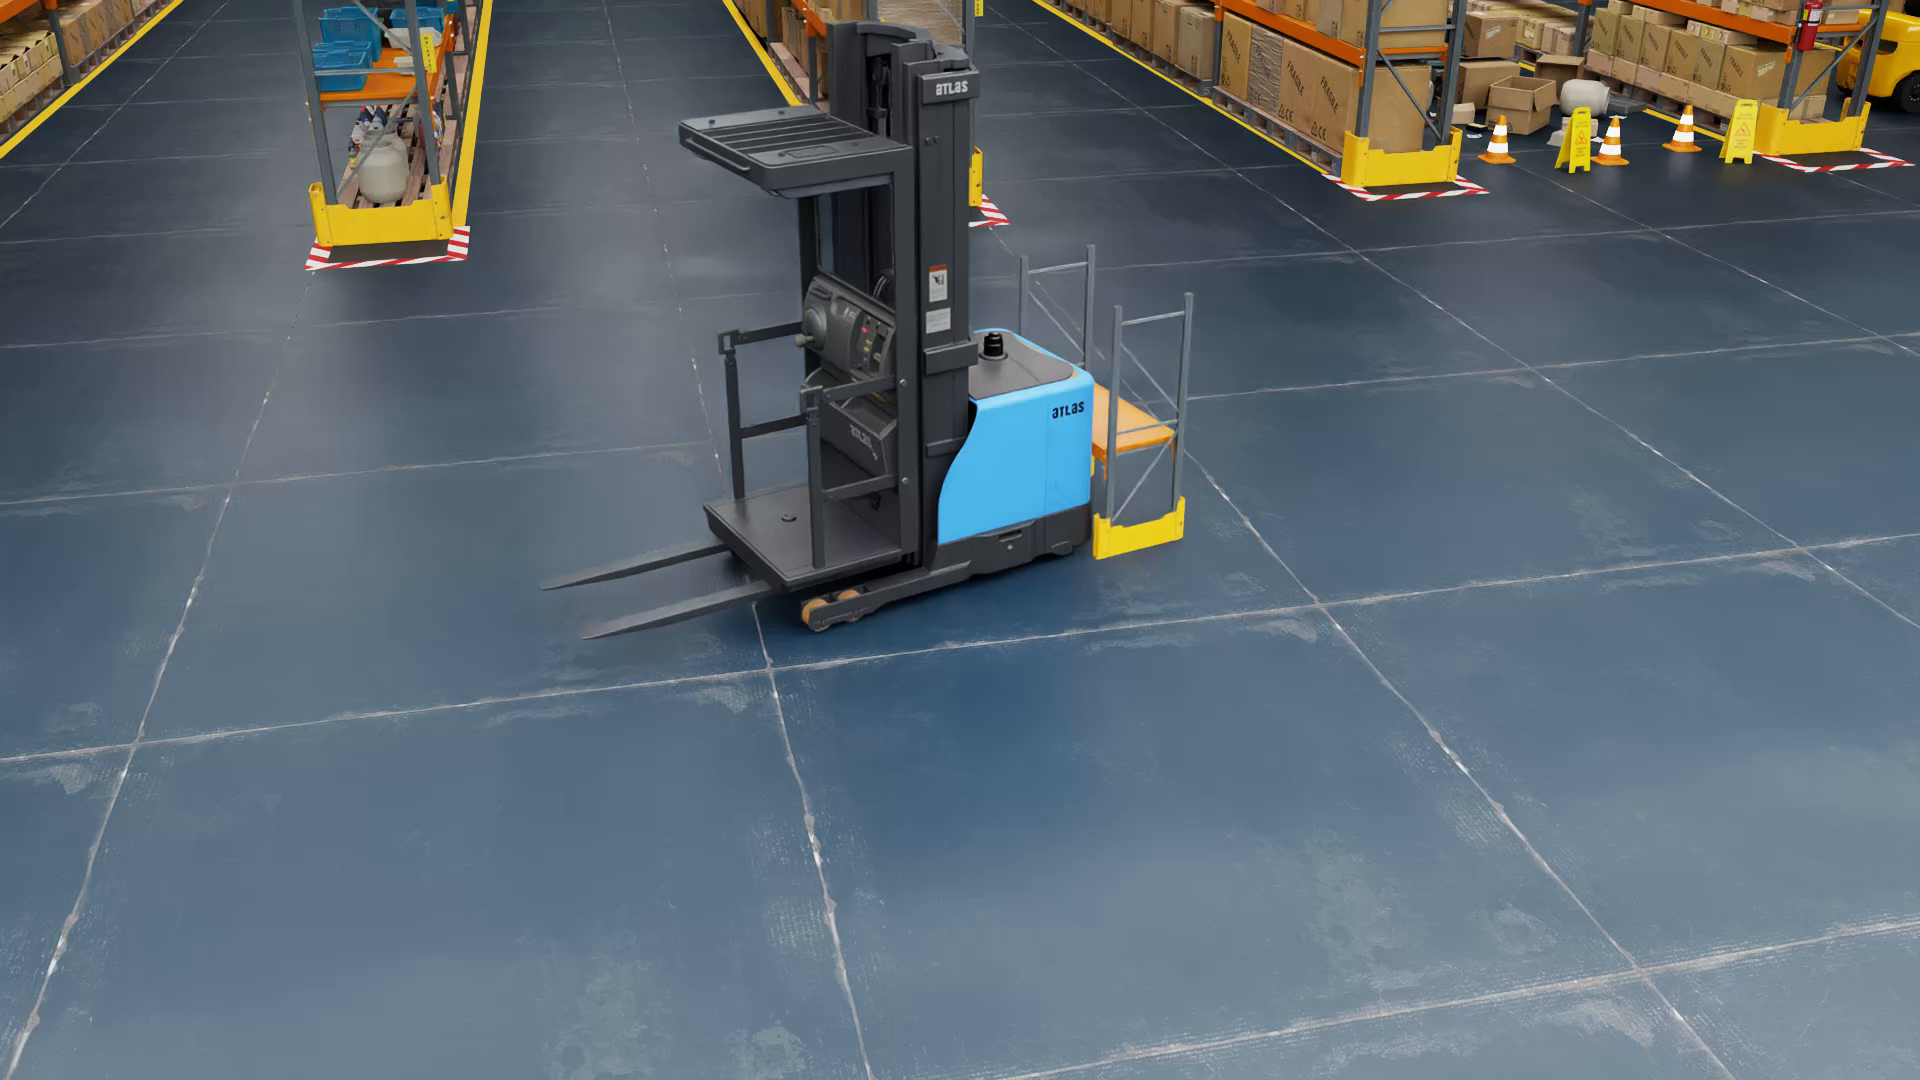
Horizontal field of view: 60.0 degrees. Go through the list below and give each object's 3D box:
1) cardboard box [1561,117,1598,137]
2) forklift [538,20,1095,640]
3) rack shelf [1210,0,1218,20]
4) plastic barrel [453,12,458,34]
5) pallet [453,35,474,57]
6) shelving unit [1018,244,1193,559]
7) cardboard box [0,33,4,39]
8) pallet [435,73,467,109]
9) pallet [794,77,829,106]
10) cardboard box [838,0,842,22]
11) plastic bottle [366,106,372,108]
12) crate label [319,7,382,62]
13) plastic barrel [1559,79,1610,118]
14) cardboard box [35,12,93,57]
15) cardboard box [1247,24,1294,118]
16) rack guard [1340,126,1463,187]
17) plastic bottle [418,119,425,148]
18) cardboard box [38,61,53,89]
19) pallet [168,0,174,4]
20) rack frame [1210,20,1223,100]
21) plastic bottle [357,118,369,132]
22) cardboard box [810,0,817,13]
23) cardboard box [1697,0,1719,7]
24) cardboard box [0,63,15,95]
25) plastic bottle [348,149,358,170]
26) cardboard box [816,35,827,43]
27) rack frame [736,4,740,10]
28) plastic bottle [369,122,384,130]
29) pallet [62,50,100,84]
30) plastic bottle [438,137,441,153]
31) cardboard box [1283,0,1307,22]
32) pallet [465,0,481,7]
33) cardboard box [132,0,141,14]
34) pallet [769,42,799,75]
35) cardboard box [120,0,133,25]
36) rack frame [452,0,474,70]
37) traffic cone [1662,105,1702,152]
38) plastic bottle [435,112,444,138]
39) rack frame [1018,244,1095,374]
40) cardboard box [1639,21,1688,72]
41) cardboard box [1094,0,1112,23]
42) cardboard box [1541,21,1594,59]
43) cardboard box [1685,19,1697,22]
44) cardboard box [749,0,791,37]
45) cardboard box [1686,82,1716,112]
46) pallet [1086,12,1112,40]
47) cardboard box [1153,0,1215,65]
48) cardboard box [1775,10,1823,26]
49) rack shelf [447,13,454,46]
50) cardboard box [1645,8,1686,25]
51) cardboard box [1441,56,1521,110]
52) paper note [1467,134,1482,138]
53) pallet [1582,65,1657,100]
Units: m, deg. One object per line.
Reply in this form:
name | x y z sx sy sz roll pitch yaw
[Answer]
cardboard box | 7.029 -4.688 18.873 0.380 0.149 0.250 8 28 15
forklift | -0.767 -1.098 8.674 3.031 2.935 1.130 -15 31 -28
rack shelf | 3.140 -7.357 21.795 1.077 0.370 4.000 -6 27 -12
plastic barrel | -7.373 -7.413 23.319 0.600 0.588 0.708 -6 27 -12
pallet | -7.210 -6.690 22.771 1.003 0.211 1.213 -6 27 -12
shelving unit | 0.808 -0.836 9.741 0.587 1.500 1.083 -13 30 -24
cardboard box | -11.987 -6.043 20.356 0.500 0.311 0.500 -5 27 -10
pallet | -6.583 -5.470 20.353 1.003 0.211 1.213 -6 27 -12
pallet | -1.442 -5.437 20.288 1.003 0.211 1.213 -6 27 -12
cardboard box | -0.761 -5.437 16.753 0.875 0.500 0.500 -6 27 -12
plastic bottle | -6.446 -4.631 18.137 0.097 0.271 0.097 0 27 0
crate label | -5.867 -4.878 16.046 0.502 0.435 0.616 -6 27 -12
plastic barrel | 7.351 -5.194 19.570 0.512 0.421 0.421 13 30 24
cardboard box | -11.766 -6.631 21.844 0.500 0.500 0.500 -7 28 -13
cardboard box | 3.871 -5.360 18.933 0.875 0.875 0.875 -6 27 -11
rack guard | 4.497 -3.917 16.956 1.175 0.500 0.348 -6 27 -12
plastic bottle | -5.619 -4.259 17.385 0.061 0.283 0.133 -6 27 -12
cardboard box | -11.343 -5.620 20.141 0.500 0.250 0.500 -6 27 -12
pallet | -13.424 -8.976 27.299 1.003 0.211 1.213 -6 27 -12
rack frame | 3.590 -6.800 19.893 1.000 3.000 0.127 -6 27 -12
plastic bottle | -6.174 -4.185 17.165 0.144 0.351 0.185 -6 27 -12
cardboard box | -1.466 -5.992 18.572 0.380 0.149 0.250 -6 27 -12
cardboard box | 8.643 -6.175 18.935 0.380 0.149 0.250 -6 27 -12
cardboard box | -10.993 -5.201 18.688 0.500 0.311 0.500 -7 28 -13
plastic bottle | -6.030 -3.790 16.548 0.097 0.201 0.097 0 27 0
cardboard box | -1.471 -5.904 20.404 0.700 0.500 0.500 -6 27 -12
rack frame | -3.068 -9.852 25.941 1.000 3.000 0.127 -6 27 -12
plastic bottle | -6.036 -4.178 17.233 0.152 0.276 0.135 -6 27 -12
pallet | -11.950 -6.179 21.758 1.003 0.211 1.213 -6 27 -12
plastic bottle | -5.416 -4.094 17.150 0.097 0.201 0.097 0 27 0
cardboard box | 4.055 -5.995 18.133 0.875 0.550 0.500 -6 27 -12
pallet | -8.097 -8.423 26.205 1.003 0.211 1.213 -6 27 -12
cardboard box | -12.604 -8.050 24.867 0.500 0.311 0.500 -6 27 -12
pallet | -1.991 -6.508 22.410 1.003 0.211 1.213 -6 27 -12
cardboard box | -12.330 -7.741 24.044 0.500 0.500 0.500 -6 27 -12
rack frame | -6.992 -7.593 21.465 1.000 3.000 0.127 -6 27 -12
traffic cone | 7.938 -4.516 18.184 0.336 0.463 0.334 -6 27 -12
plastic bottle | -5.544 -4.416 17.697 0.061 0.283 0.133 -4 27 -8
rack frame | 0.576 -1.035 10.136 0.500 1.500 0.032 -13 30 -24
cardboard box | 8.508 -5.893 19.851 0.500 0.500 0.500 -5 27 -9
cardboard box | 2.286 -7.890 24.360 0.500 0.500 0.500 -6 27 -12
cardboard box | 8.270 -6.591 21.930 0.950 0.372 0.625 -6 27 -11
cardboard box | 9.018 -5.962 19.986 0.500 0.500 0.500 -5 27 -9
cardboard box | -2.301 -7.640 23.450 1.225 0.875 0.875 -7 28 -14
cardboard box | 8.738 -5.106 19.124 0.500 0.250 0.500 -6 27 -11
pallet | 2.514 -7.654 24.680 1.003 0.211 1.213 -6 27 -12
cardboard box | 3.149 -6.670 21.667 1.050 0.750 0.750 -6 27 -12
cardboard box | 8.999 -5.621 17.836 0.380 0.149 0.250 -5 27 -10
rack shelf | -6.541 -6.394 19.888 1.077 0.370 4.000 -6 27 -12
cardboard box | 8.411 -6.240 19.818 0.380 0.149 0.250 -4 27 -9
cardboard box | 6.211 -5.461 19.860 0.797 0.637 0.503 -6 27 -12
paper note | 5.802 -4.560 18.752 0.144 0.017 0.142 3 27 6
pallet | 8.576 -5.811 21.028 1.003 0.211 1.213 -6 27 -12
